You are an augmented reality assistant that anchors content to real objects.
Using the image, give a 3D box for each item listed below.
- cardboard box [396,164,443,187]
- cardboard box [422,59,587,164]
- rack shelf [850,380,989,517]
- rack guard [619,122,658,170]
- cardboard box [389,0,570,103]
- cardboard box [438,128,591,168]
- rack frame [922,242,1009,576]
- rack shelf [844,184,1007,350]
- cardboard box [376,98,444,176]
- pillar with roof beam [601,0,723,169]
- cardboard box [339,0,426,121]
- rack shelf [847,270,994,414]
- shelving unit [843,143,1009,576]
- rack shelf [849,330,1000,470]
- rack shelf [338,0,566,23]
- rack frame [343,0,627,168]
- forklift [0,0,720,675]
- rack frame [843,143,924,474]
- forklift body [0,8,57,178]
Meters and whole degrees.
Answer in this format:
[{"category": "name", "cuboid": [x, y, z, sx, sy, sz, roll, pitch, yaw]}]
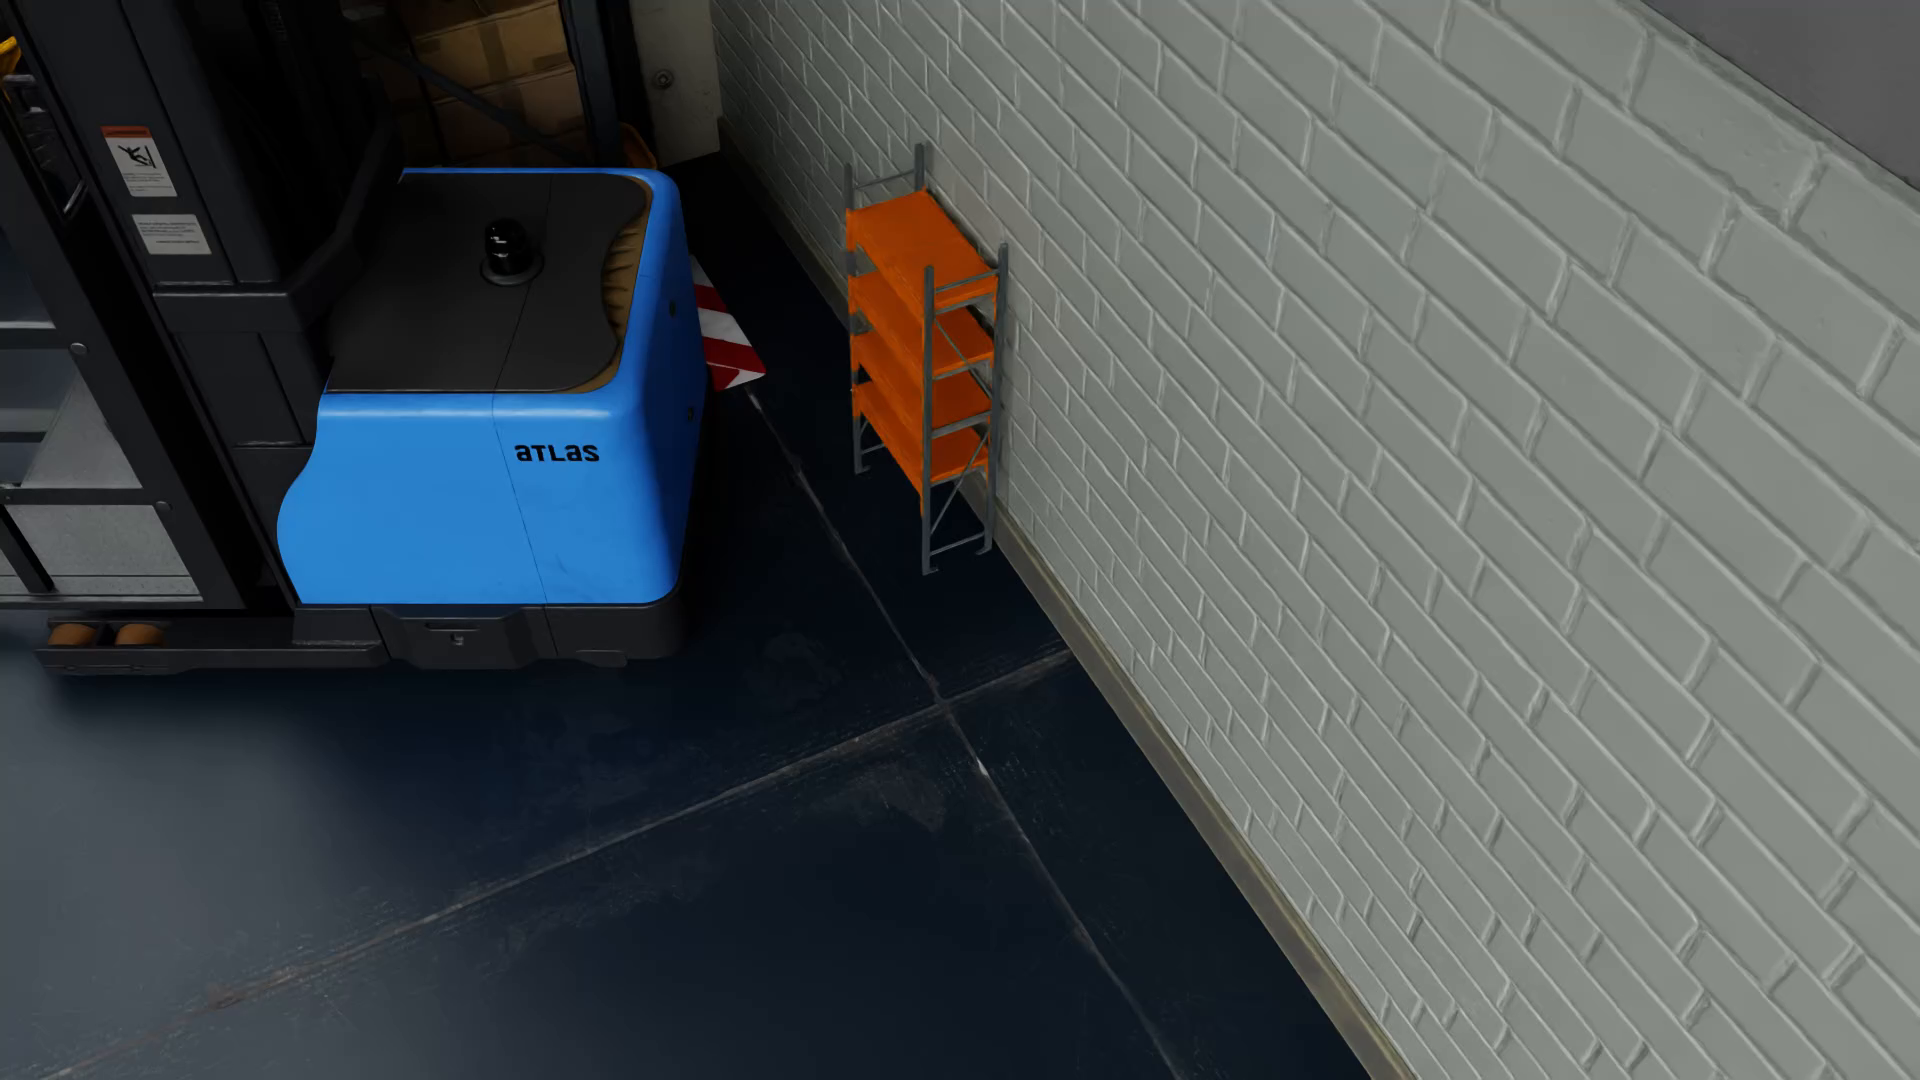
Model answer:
[{"category": "cardboard box", "cuboid": [-2.124, -1.290, 5.933, 0.500, 0.250, 0.500, -21, 52, -17]}, {"category": "cardboard box", "cuboid": [-1.658, -1.635, 5.903, 0.500, 0.250, 0.500, -20, 52, -17]}, {"category": "rack shelf", "cuboid": [-0.115, -0.319, 5.081, 0.258, 0.148, 0.480, -21, 52, -19]}, {"category": "rack guard", "cuboid": [-1.617, -1.013, 5.803, 1.175, 0.500, 0.348, -21, 52, -18]}, {"category": "cardboard box", "cuboid": [-1.680, -1.801, 5.716, 0.500, 0.250, 0.500, -22, 52, -18]}, {"category": "cardboard box", "cuboid": [-1.679, -1.481, 6.100, 0.500, 0.250, 0.500, -21, 52, -17]}, {"category": "rack frame", "cuboid": [0.004, -0.334, 4.740, 0.240, 1.200, 0.015, -21, 52, -19]}, {"category": "rack shelf", "cuboid": [-0.100, -0.758, 4.590, 0.258, 0.148, 0.480, -21, 52, -19]}, {"category": "cardboard box", "cuboid": [-2.129, -1.467, 5.756, 0.500, 0.250, 0.500, -22, 52, -18]}, {"category": "pillar with roof beam", "cuboid": [-4.973, -3.120, 2.001, 9.100, 9.000, 0.400, -21, 52, -18]}, {"category": "cardboard box", "cuboid": [-2.116, -1.614, 5.553, 0.500, 0.250, 0.500, -20, 52, -16]}, {"category": "rack shelf", "cuboid": [-0.106, -0.601, 4.766, 0.258, 0.148, 0.480, -21, 52, -19]}, {"category": "shelving unit", "cuboid": [-0.109, -0.496, 4.882, 0.258, 1.200, 0.503, -21, 52, -19]}, {"category": "rack shelf", "cuboid": [-0.111, -0.452, 4.933, 0.258, 0.148, 0.480, -21, 52, -19]}, {"category": "rack shelf", "cuboid": [-2.543, -2.953, 6.318, 1.077, 0.370, 4.000, -21, 52, -18]}, {"category": "rack frame", "cuboid": [-1.628, -1.852, 4.877, 1.000, 3.000, 0.127, -21, 52, -18]}, {"category": "forklift", "cuboid": [-2.305, -0.966, 4.148, 3.031, 2.935, 1.130, 0, 49, 0]}, {"category": "rack frame", "cuboid": [-0.223, -0.659, 5.025, 0.240, 1.200, 0.015, -21, 52, -19]}, {"category": "forklift body", "cuboid": [-4.118, -2.213, 5.757, 2.313, 2.155, 1.214, -21, 52, -18]}]
